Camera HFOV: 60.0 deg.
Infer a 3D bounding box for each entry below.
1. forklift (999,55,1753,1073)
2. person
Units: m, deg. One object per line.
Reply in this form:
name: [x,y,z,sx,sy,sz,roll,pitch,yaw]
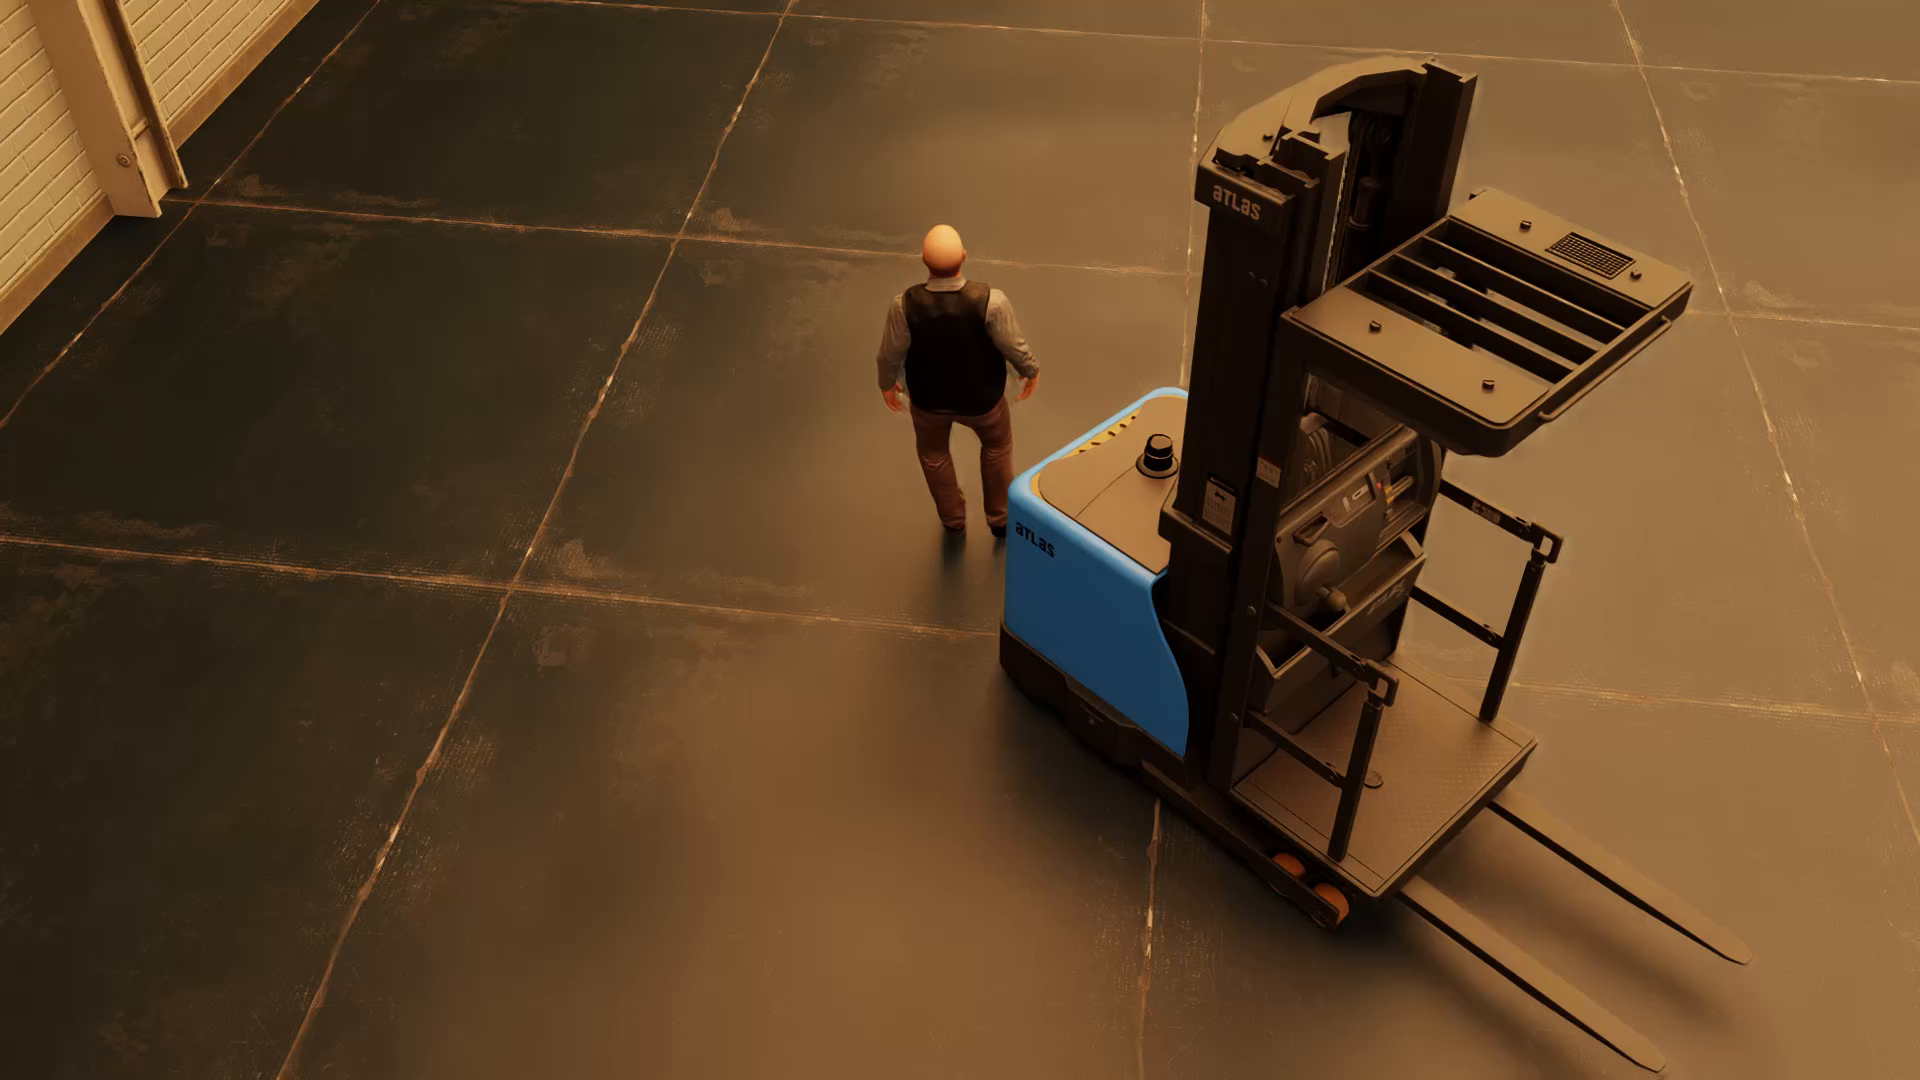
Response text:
forklift: [1.552,-0.015,5.741,1.130,2.935,3.031,-33,52,-31]
person: [-0.005,-0.683,7.396,0.712,1.711,0.496,3,43,3]
